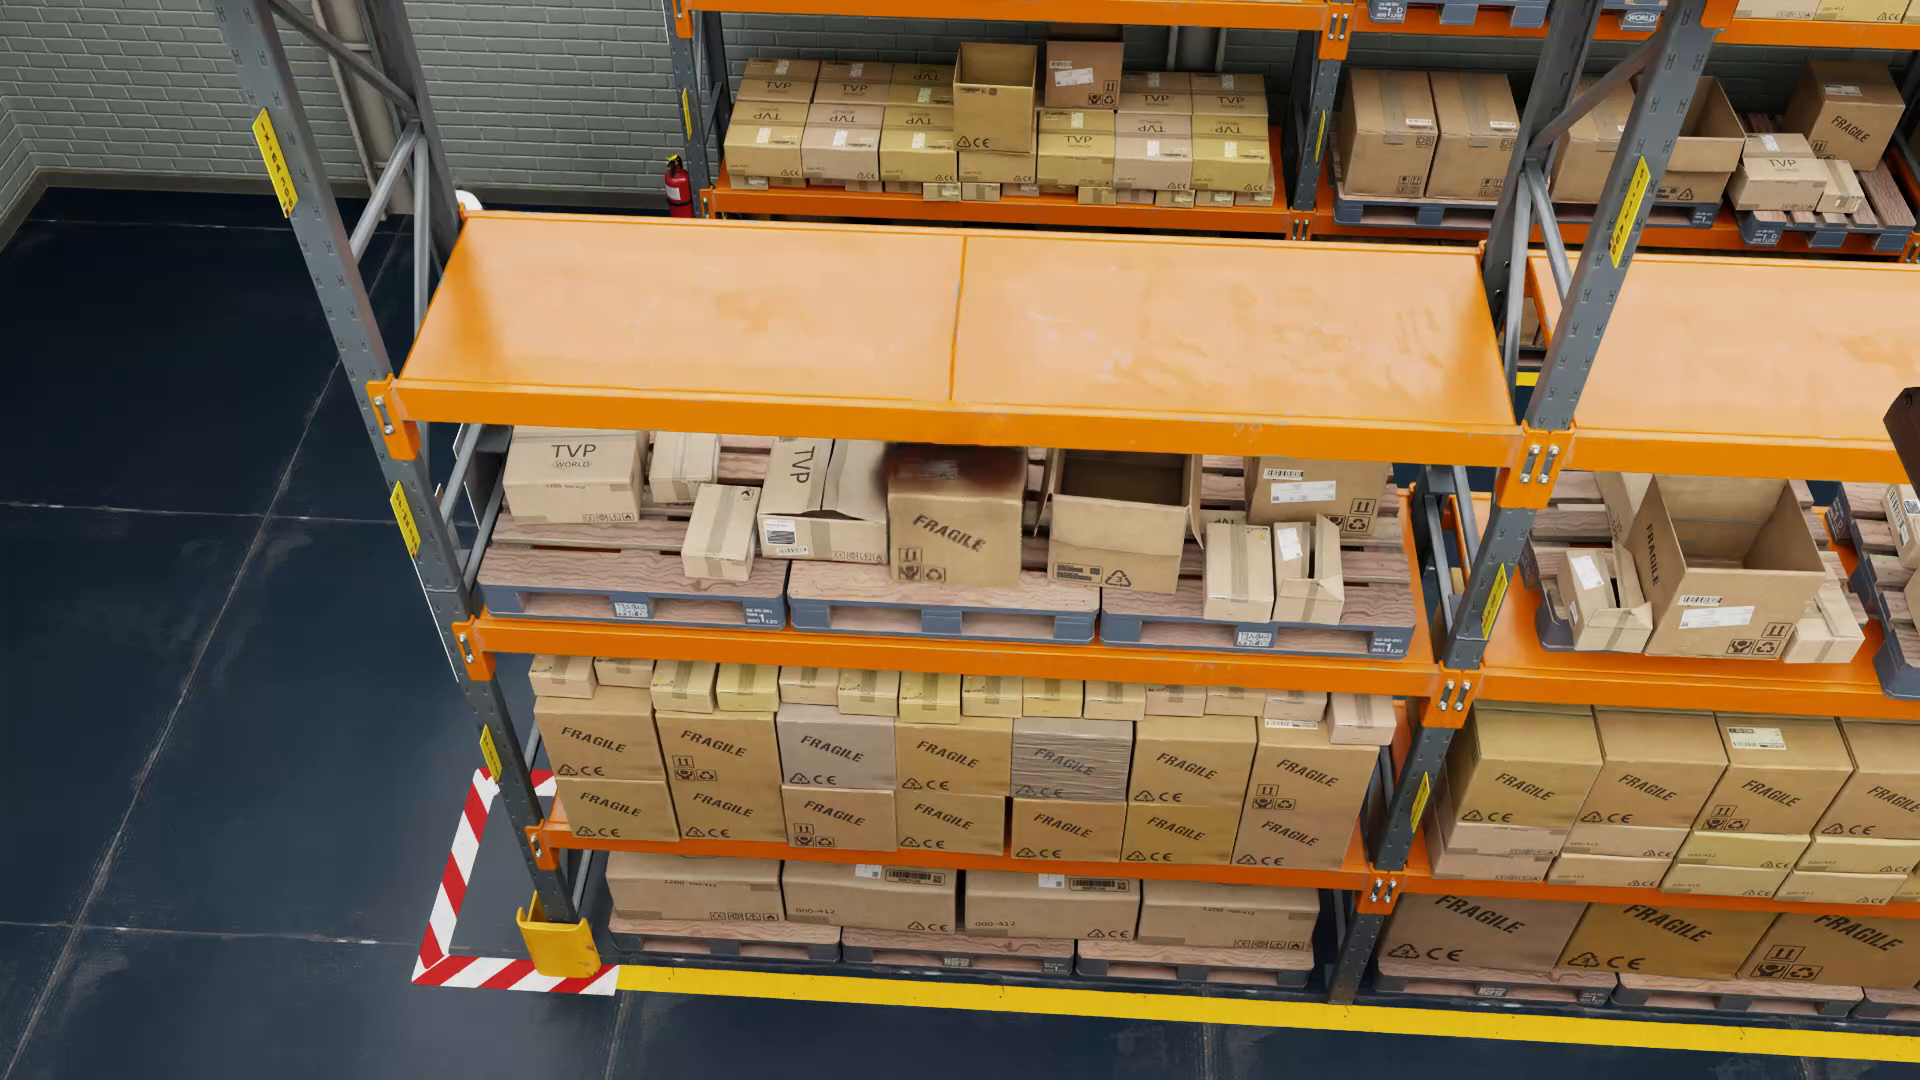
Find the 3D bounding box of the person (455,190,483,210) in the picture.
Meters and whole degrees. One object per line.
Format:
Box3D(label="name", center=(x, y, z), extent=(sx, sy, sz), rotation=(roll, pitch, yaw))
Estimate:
Box3D(label="person", center=(-2.995, -1.486, 10.691), extent=(0.529, 1.752, 0.545), rotation=(0, 48, 0))
